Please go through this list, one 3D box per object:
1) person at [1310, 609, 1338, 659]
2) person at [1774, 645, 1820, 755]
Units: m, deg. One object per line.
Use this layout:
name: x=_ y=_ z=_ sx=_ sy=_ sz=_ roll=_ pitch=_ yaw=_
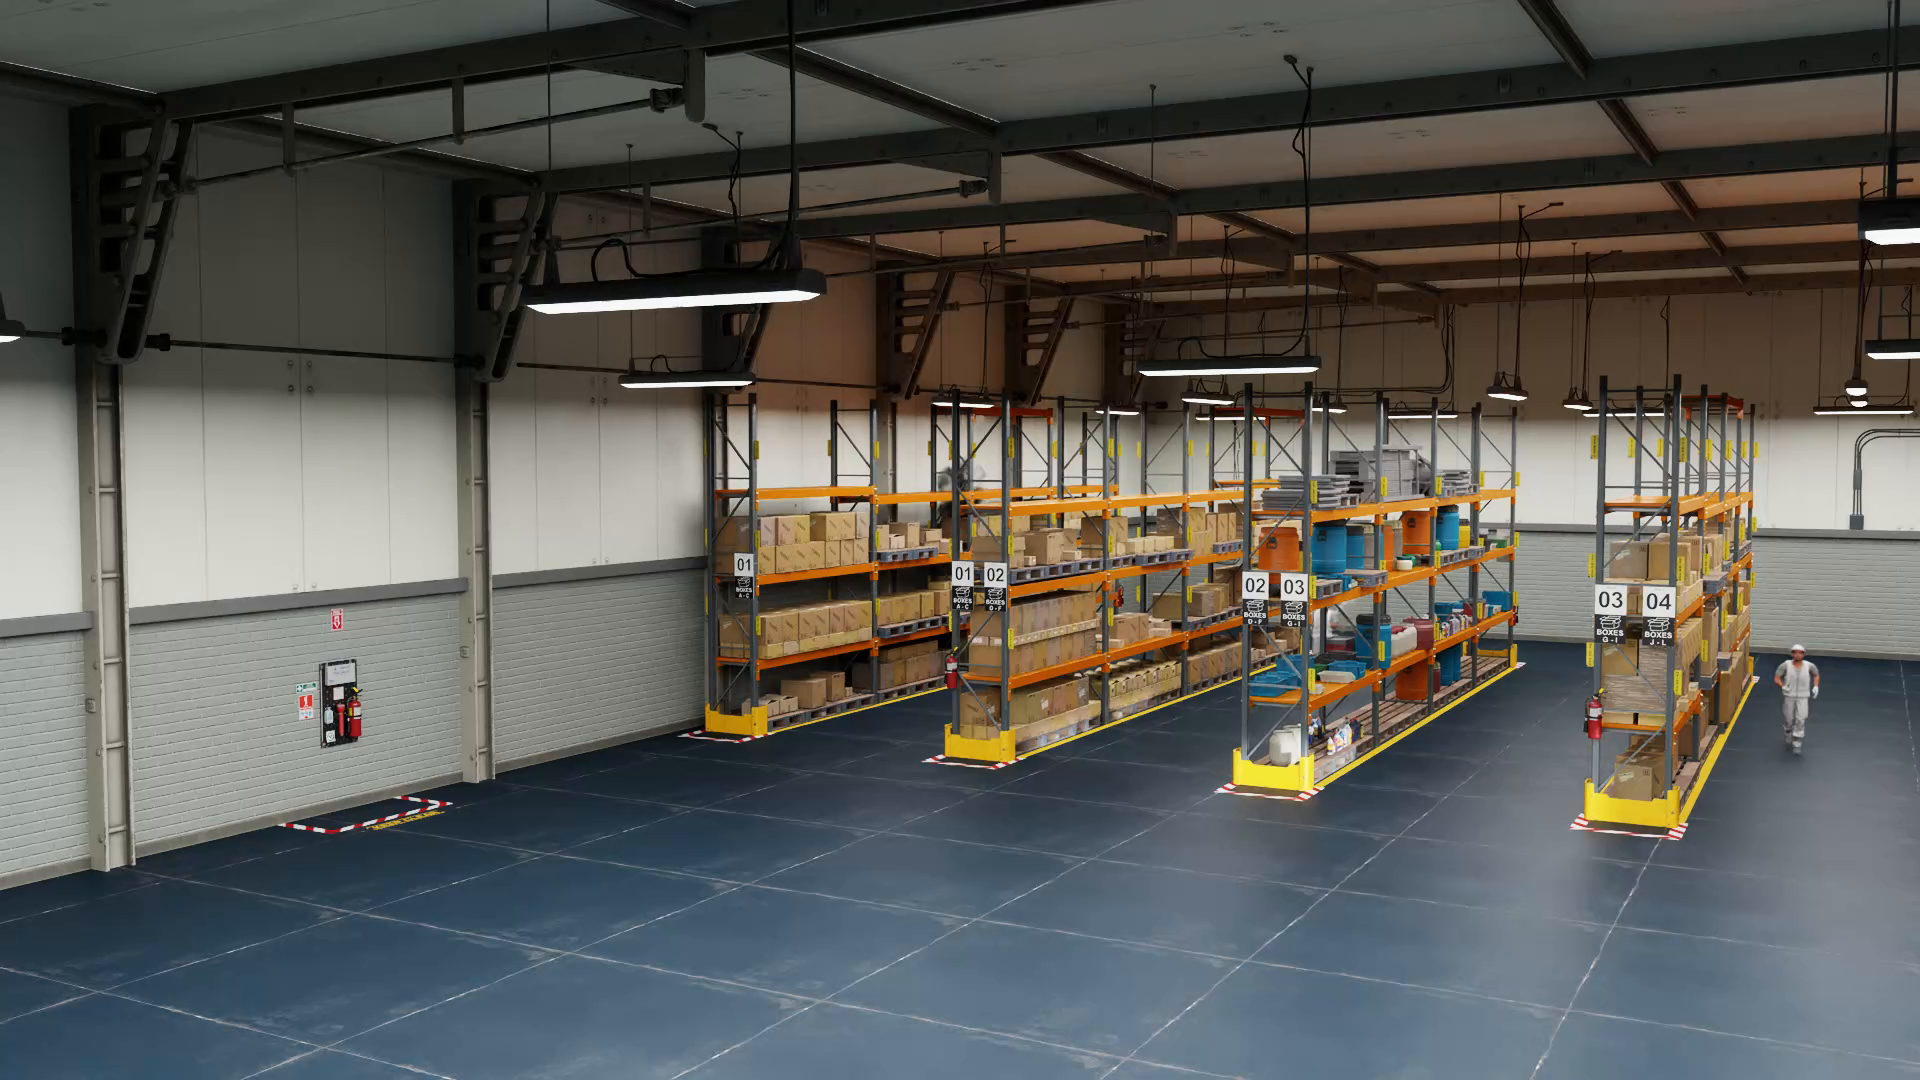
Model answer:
person: x=7.883 y=2.127 z=36.159 sx=0.683 sy=1.771 sz=0.998 roll=1 pitch=3 yaw=19
person: x=13.892 y=2.621 z=27.609 sx=0.686 sy=1.792 sz=0.839 roll=1 pitch=3 yaw=23
